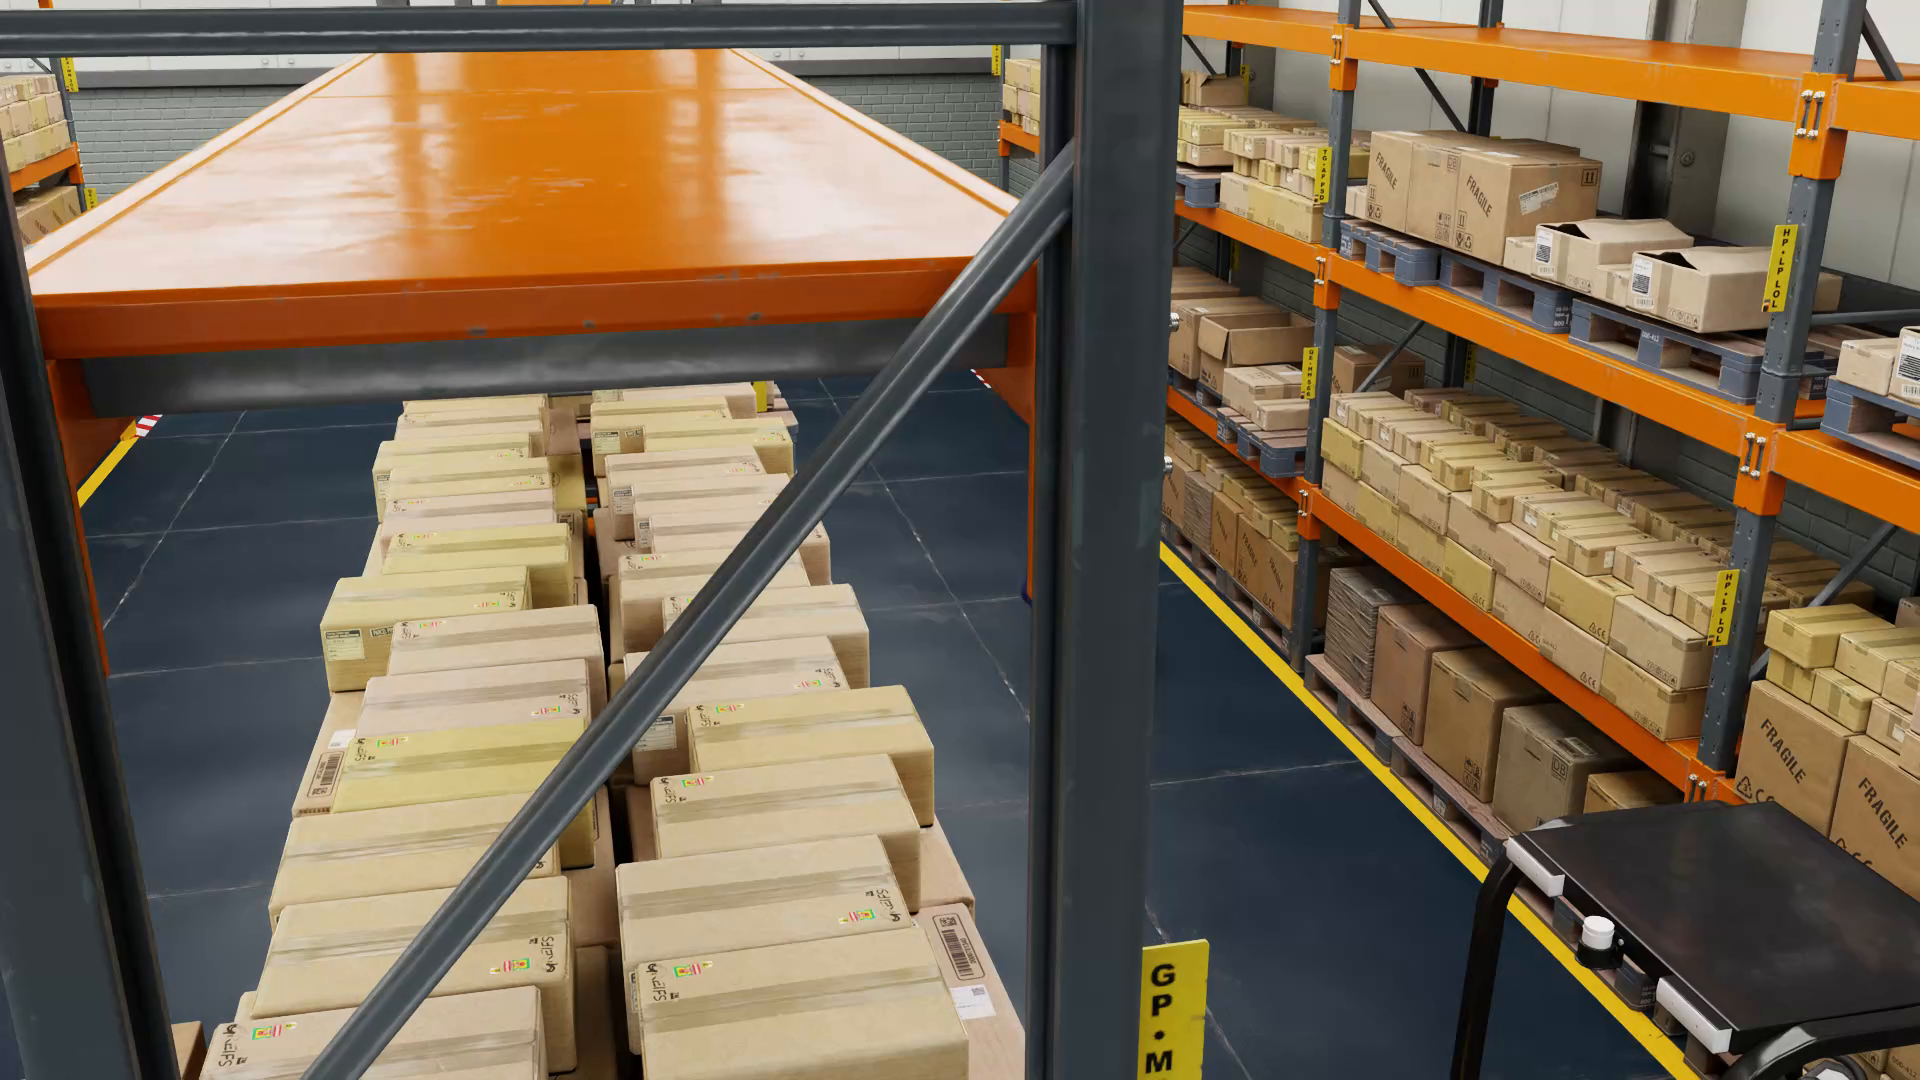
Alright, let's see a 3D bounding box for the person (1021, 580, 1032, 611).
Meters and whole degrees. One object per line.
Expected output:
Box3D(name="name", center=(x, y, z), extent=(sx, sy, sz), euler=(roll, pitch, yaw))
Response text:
Box3D(name="person", center=(0.824, 0.371, 11.176), extent=(0.822, 0.902, 0.526), euler=(-5, 20, -13))
